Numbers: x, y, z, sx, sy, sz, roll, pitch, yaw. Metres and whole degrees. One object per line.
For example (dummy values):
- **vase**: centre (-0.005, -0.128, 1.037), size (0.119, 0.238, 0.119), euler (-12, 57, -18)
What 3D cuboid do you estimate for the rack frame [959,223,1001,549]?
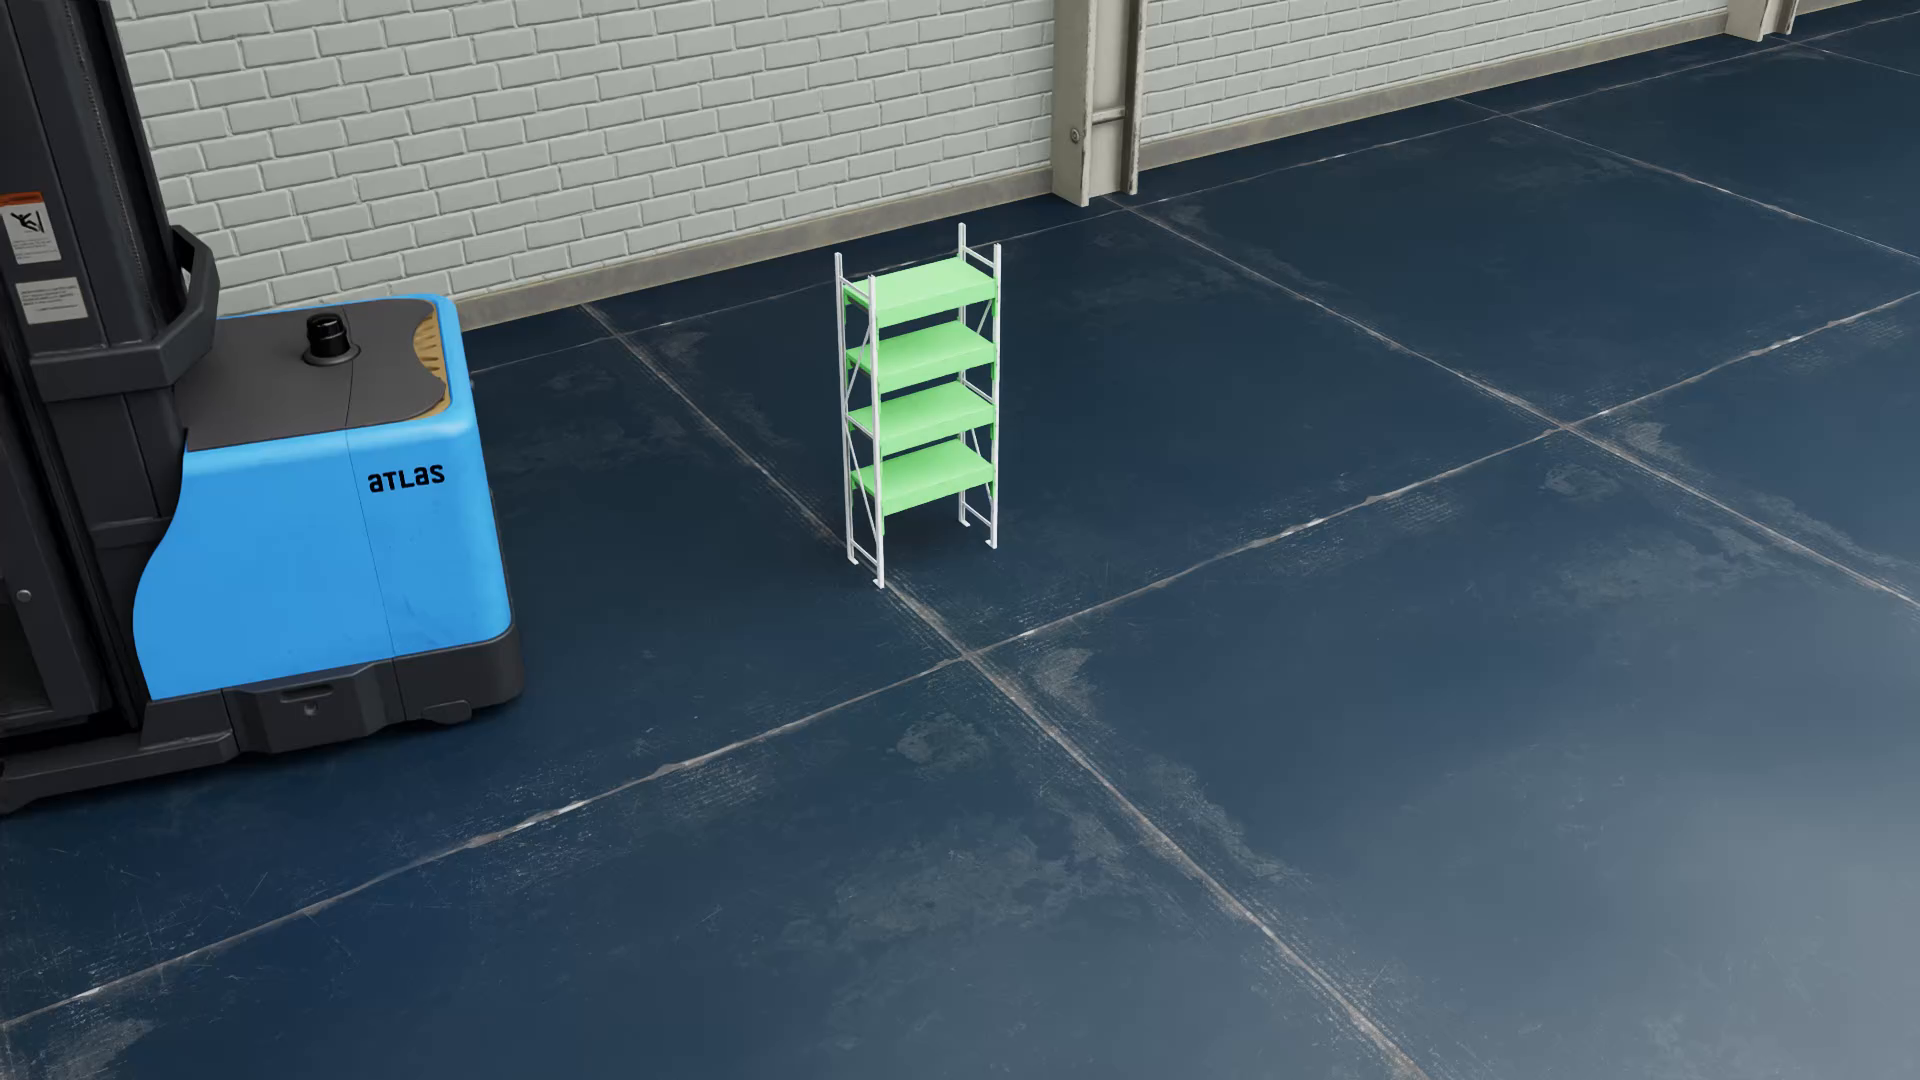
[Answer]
- **rack frame**: centre (0.066, -0.530, 5.966), size (0.015, 1.200, 0.240), euler (-19, 37, -27)

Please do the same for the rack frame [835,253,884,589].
- **rack frame**: centre (-0.344, -0.389, 5.742), size (0.015, 1.200, 0.240), euler (-19, 37, -27)

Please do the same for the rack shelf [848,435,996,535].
- **rack shelf**: centre (-0.139, -0.203, 6.016), size (0.480, 0.148, 0.258), euler (-19, 37, -27)

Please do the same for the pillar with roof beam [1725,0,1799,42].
- **pillar with roof beam**: centre (8.124, -5.570, 6.645), size (0.400, 9.000, 9.100), euler (-19, 37, -27)

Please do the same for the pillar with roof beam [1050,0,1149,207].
- **pillar with roof beam**: centre (3.081, -3.835, 3.895), size (0.400, 9.000, 9.100), euler (-19, 37, -27)

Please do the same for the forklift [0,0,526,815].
- **forklift**: centre (-2.979, -0.684, 4.588), size (3.031, 2.935, 1.130), euler (-10, 34, -15)

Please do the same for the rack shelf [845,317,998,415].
- **rack shelf**: centre (-0.139, -0.609, 5.760), size (0.480, 0.148, 0.258), euler (-19, 37, -27)

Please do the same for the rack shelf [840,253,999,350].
- **rack shelf**: centre (-0.139, -0.812, 5.632), size (0.480, 0.148, 0.258), euler (-19, 37, -27)

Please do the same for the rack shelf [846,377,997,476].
- **rack shelf**: centre (-0.139, -0.406, 5.888), size (0.480, 0.148, 0.258), euler (-19, 37, -27)

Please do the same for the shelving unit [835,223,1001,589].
- **shelving unit**: centre (-0.139, -0.460, 5.854), size (0.503, 1.200, 0.258), euler (-19, 37, -27)
